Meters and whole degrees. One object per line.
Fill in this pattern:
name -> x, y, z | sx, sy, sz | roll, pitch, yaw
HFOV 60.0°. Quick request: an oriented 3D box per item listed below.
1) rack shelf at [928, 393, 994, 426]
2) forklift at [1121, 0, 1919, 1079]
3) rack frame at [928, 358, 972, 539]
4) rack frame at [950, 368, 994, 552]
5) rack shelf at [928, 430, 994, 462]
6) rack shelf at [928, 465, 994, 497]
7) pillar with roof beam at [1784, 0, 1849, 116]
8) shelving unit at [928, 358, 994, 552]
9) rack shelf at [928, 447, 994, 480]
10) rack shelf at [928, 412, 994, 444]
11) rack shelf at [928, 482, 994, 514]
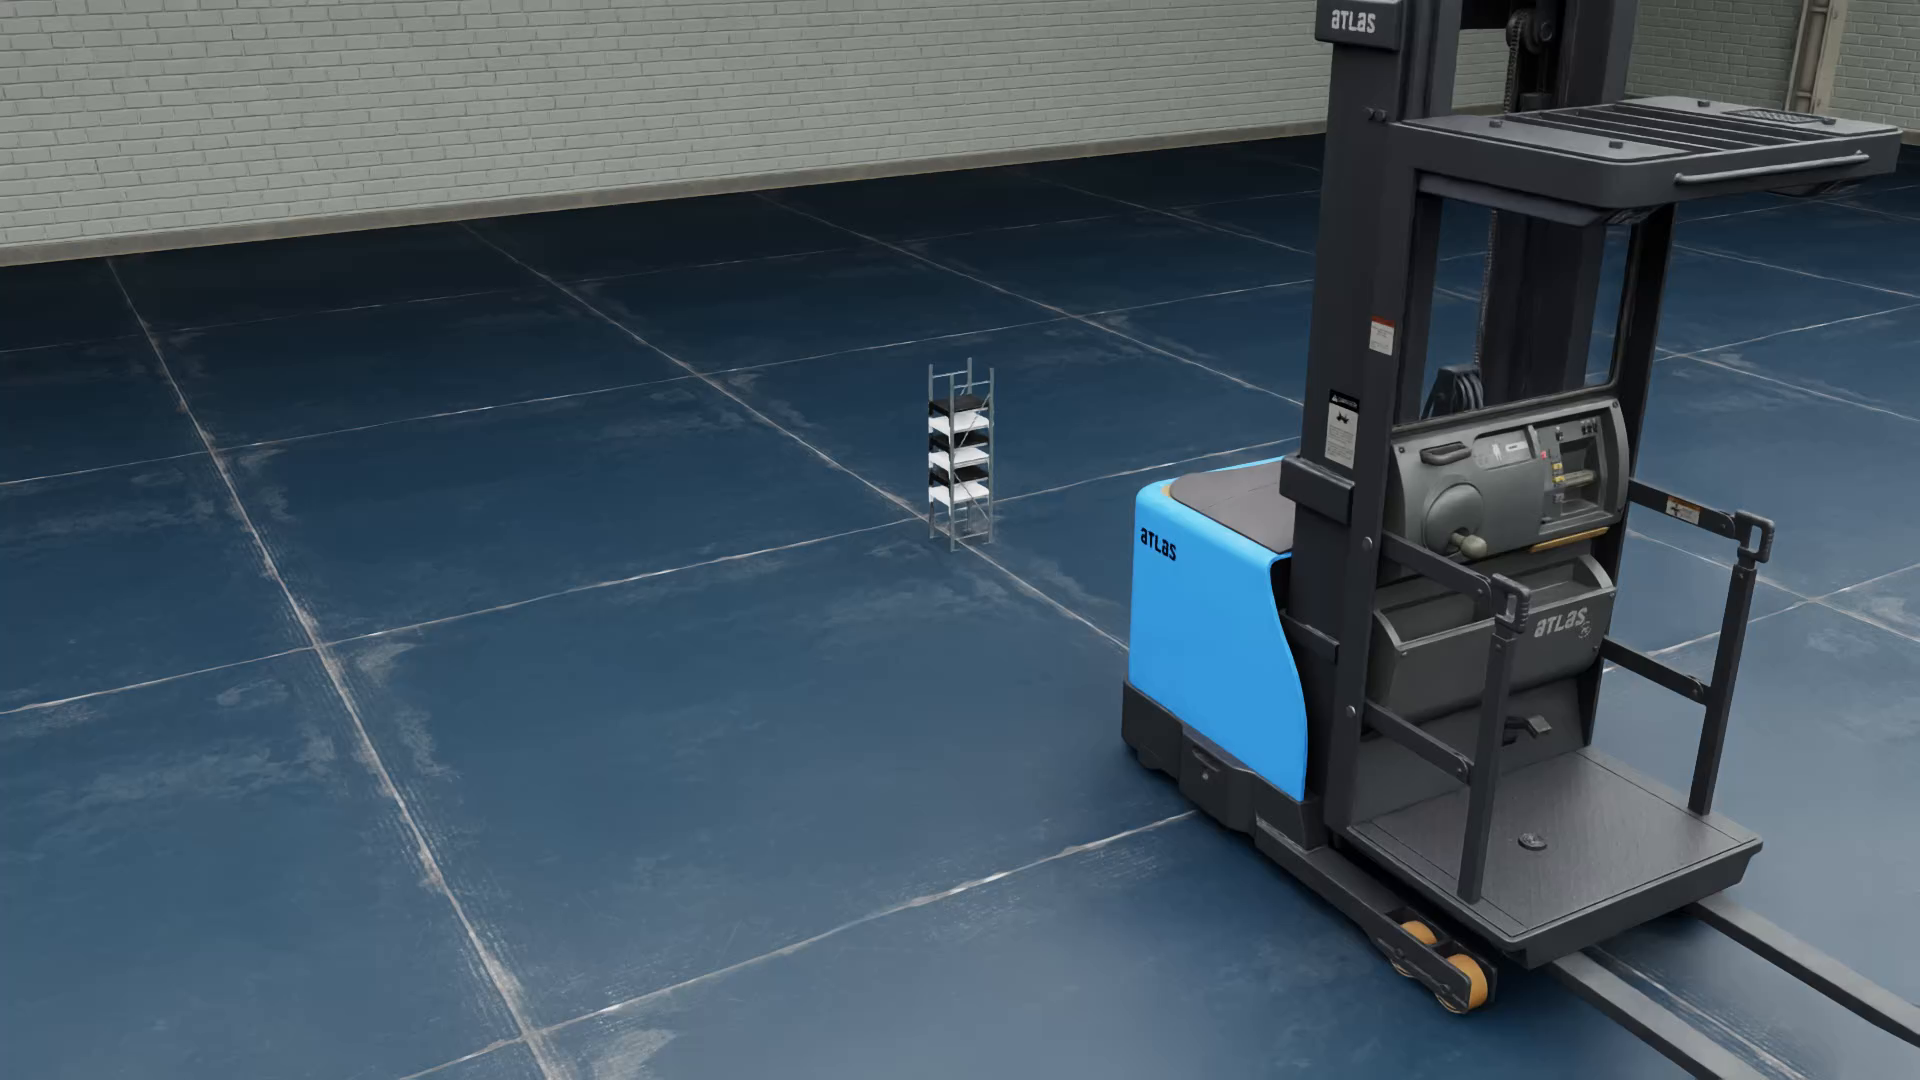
rack shelf -> 0.004, -0.633, 8.046 | 0.258, 0.077, 0.200 | -13, 25, -28
forklift -> 1.769, -0.164, 4.822 | 1.130, 2.935, 3.031 | -12, 25, -27
rack frame -> -0.048, -0.447, 8.217 | 0.240, 0.900, 0.006 | -13, 25, -28
rack frame -> 0.056, -0.381, 8.055 | 0.240, 0.900, 0.006 | -13, 25, -28
rack shelf -> 0.004, -0.467, 8.114 | 0.258, 0.077, 0.200 | -13, 25, -28
rack shelf -> 0.004, -0.300, 8.182 | 0.258, 0.077, 0.200 | -13, 25, -28
pillar with roof beam -> 6.948, -8.513, 17.305 | 9.100, 9.000, 0.400 | -13, 25, -28
shelving unit -> 0.004, -0.414, 8.136 | 0.258, 0.900, 0.210 | -13, 25, -28
rack shelf -> 0.004, -0.383, 8.148 | 0.258, 0.077, 0.200 | -13, 25, -28
rack shelf -> 0.004, -0.550, 8.080 | 0.258, 0.077, 0.200 | -13, 25, -28
rack shelf -> 0.004, -0.217, 8.216 | 0.258, 0.077, 0.200 | -13, 25, -28
